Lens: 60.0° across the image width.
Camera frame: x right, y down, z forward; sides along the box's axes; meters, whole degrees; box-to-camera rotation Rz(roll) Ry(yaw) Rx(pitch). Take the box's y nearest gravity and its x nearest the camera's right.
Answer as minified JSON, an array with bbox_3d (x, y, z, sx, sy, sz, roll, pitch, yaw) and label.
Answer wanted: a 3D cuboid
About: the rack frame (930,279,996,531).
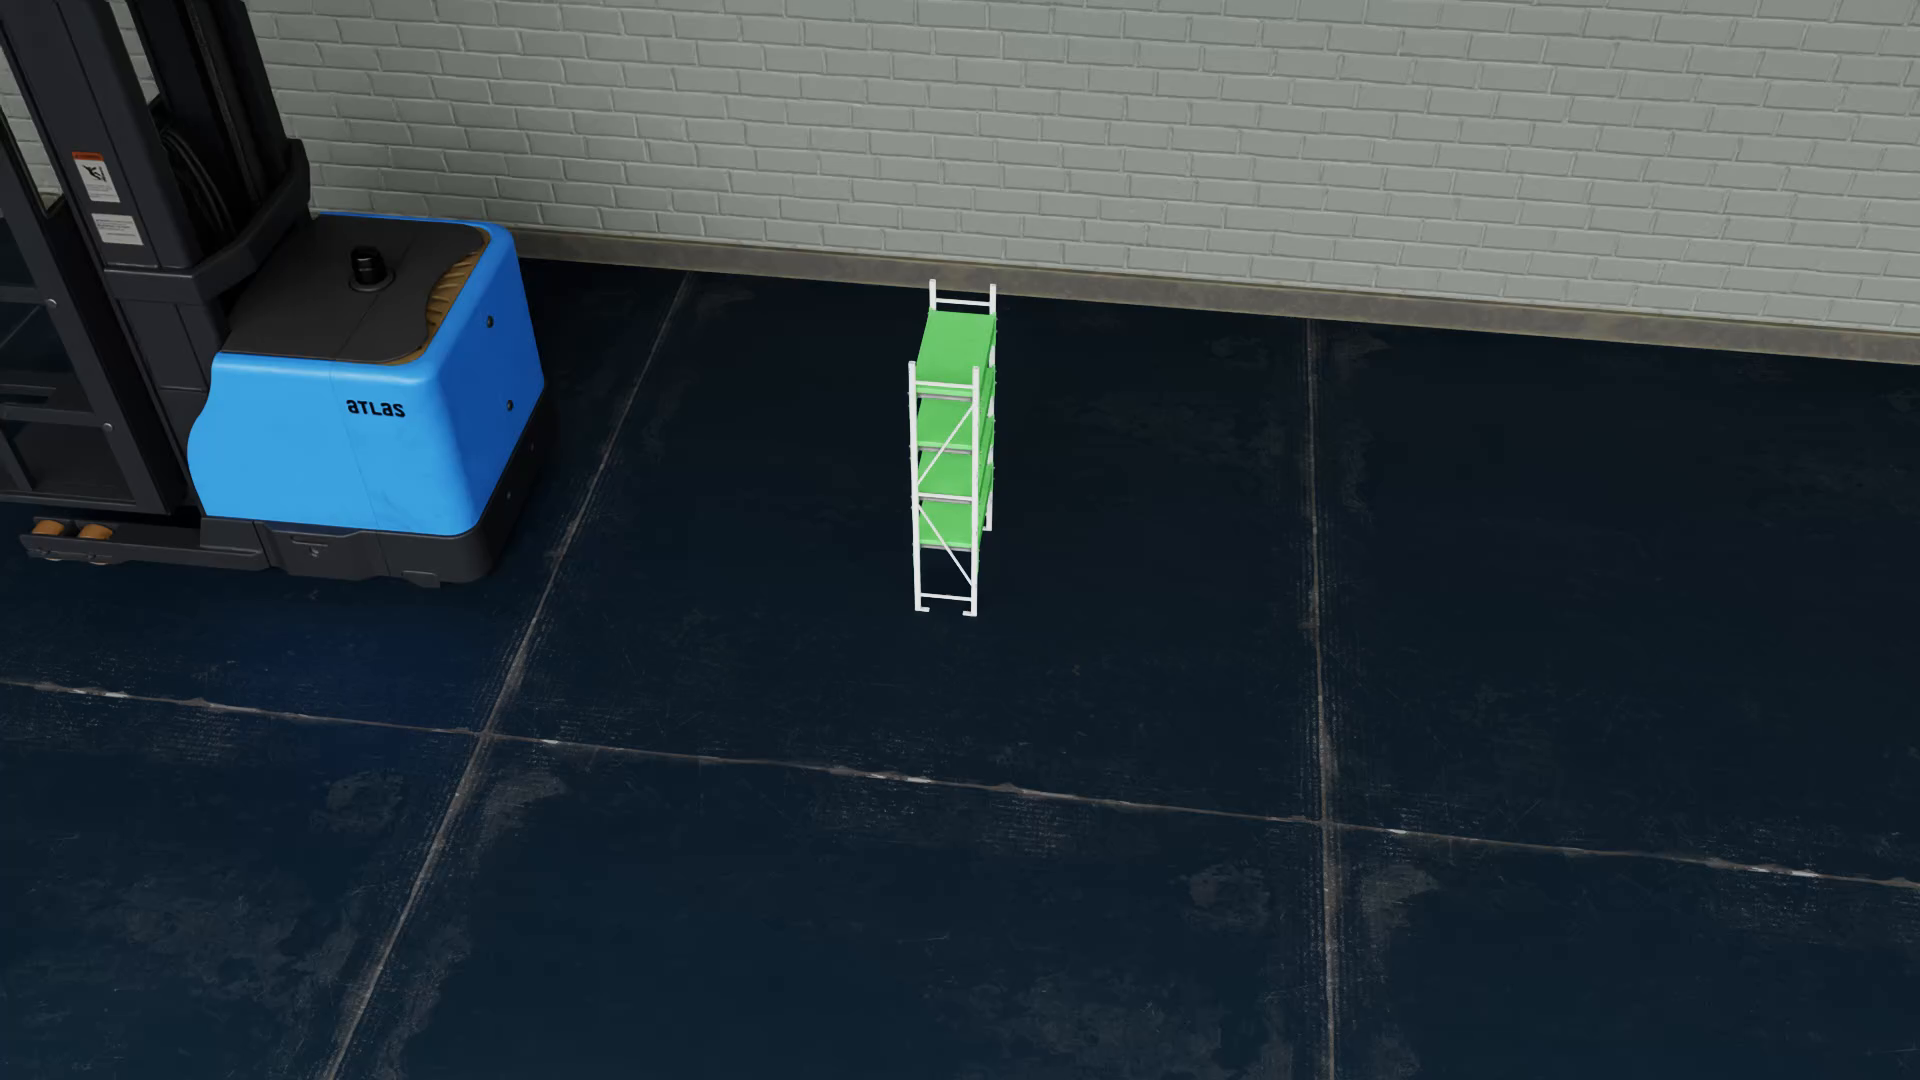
[{"bbox_3d":[0.010,-0.489,6.394,0.240,1.200,0.015,5,44,6],"label":"rack frame"}]

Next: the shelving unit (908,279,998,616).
[{"bbox_3d":[-0.022,-0.323,6.218,0.258,1.200,0.503,5,44,6],"label":"shelving unit"}]

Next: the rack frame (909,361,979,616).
[{"bbox_3d":[-0.054,-0.157,6.043,0.240,1.200,0.015,5,44,6],"label":"rack frame"}]

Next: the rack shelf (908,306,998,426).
[{"bbox_3d":[-0.022,-0.625,5.932,0.258,0.148,0.480,5,44,6],"label":"rack shelf"}]

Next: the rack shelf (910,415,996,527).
[{"bbox_3d":[-0.022,-0.276,6.262,0.258,0.148,0.480,5,44,6],"label":"rack shelf"}]

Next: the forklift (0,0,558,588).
[{"bbox_3d":[-3.286,-1.320,6.012,3.031,2.935,1.130,5,44,5],"label":"forklift"}]

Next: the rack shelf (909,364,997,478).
[{"bbox_3d":[-0.022,-0.451,6.097,0.258,0.148,0.480,5,44,6],"label":"rack shelf"}]

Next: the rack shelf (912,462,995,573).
[{"bbox_3d":[-0.022,-0.102,6.427,0.258,0.148,0.480,5,44,6],"label":"rack shelf"}]
